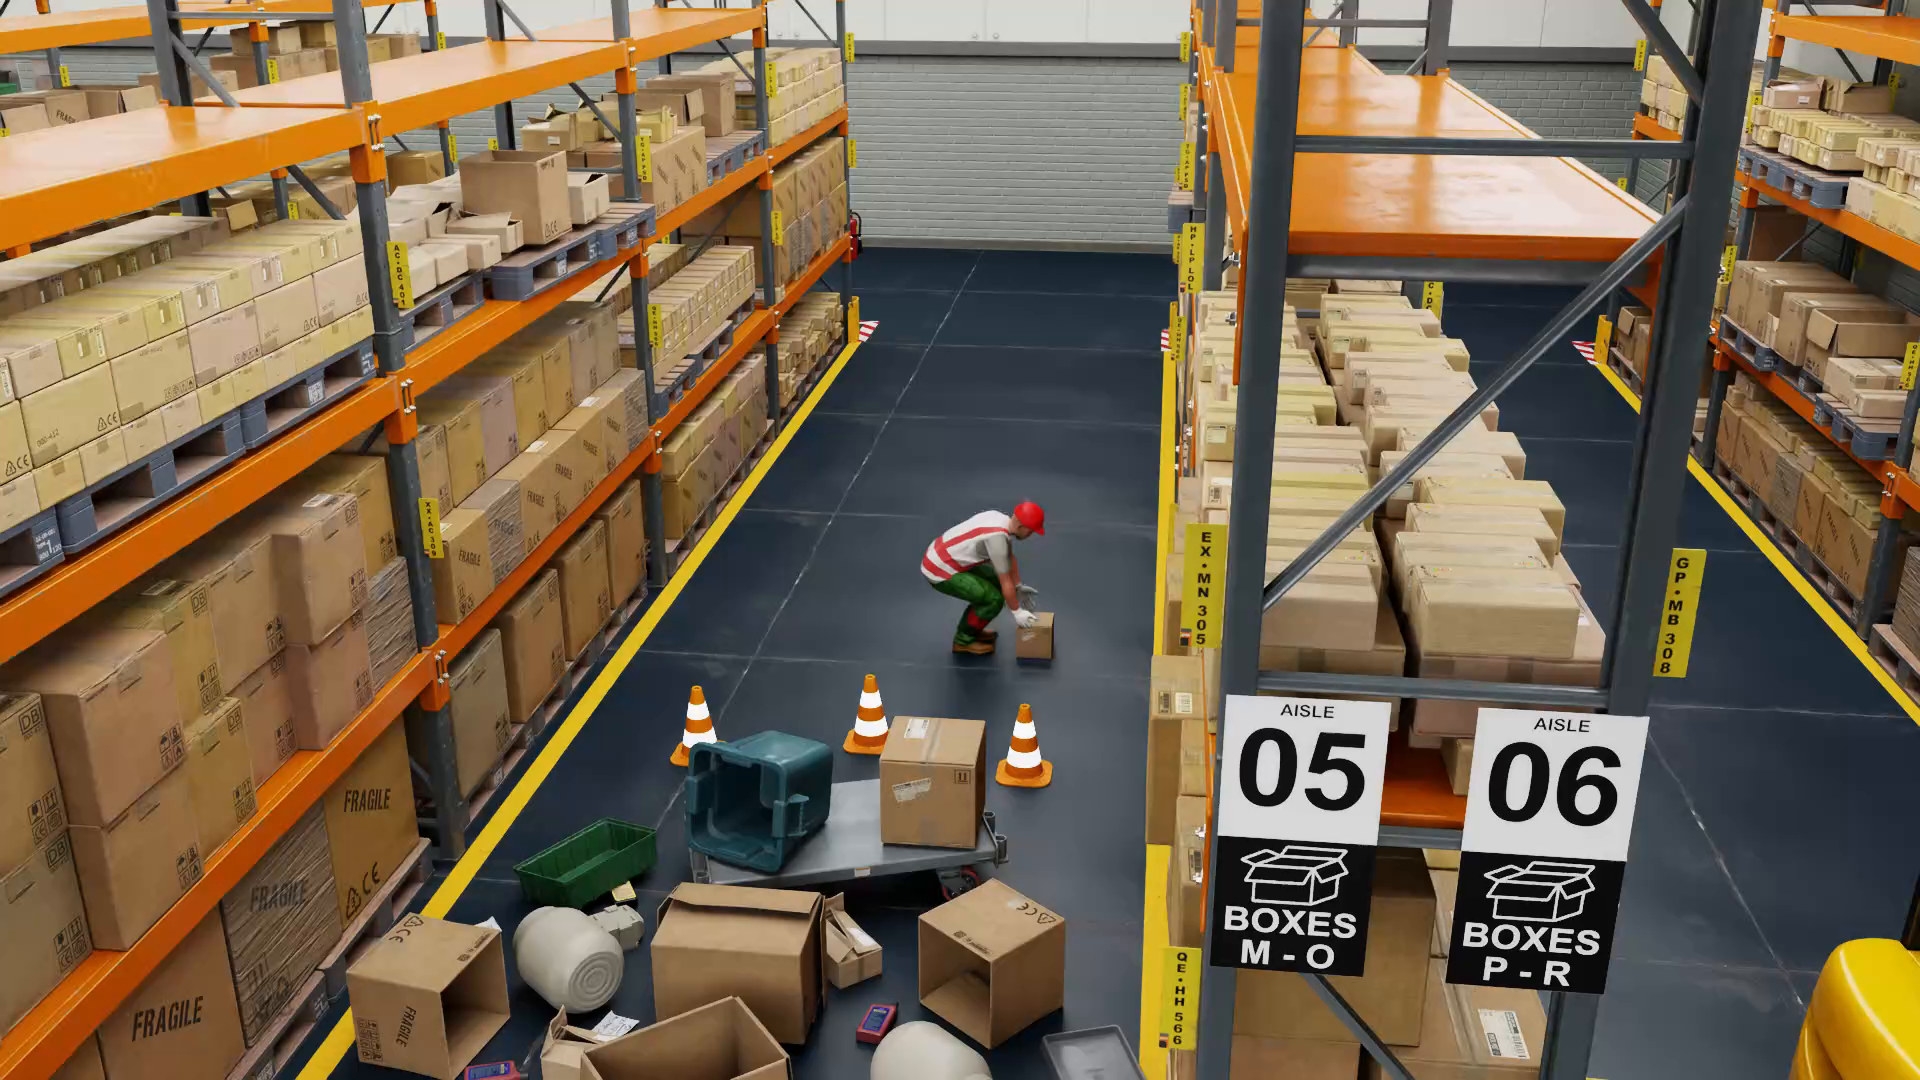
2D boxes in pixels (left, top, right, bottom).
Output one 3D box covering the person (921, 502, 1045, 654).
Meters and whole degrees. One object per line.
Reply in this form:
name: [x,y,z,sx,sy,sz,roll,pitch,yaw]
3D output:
person: [0.162,0.238,11.841,0.866,1.090,0.571,2,21,6]
